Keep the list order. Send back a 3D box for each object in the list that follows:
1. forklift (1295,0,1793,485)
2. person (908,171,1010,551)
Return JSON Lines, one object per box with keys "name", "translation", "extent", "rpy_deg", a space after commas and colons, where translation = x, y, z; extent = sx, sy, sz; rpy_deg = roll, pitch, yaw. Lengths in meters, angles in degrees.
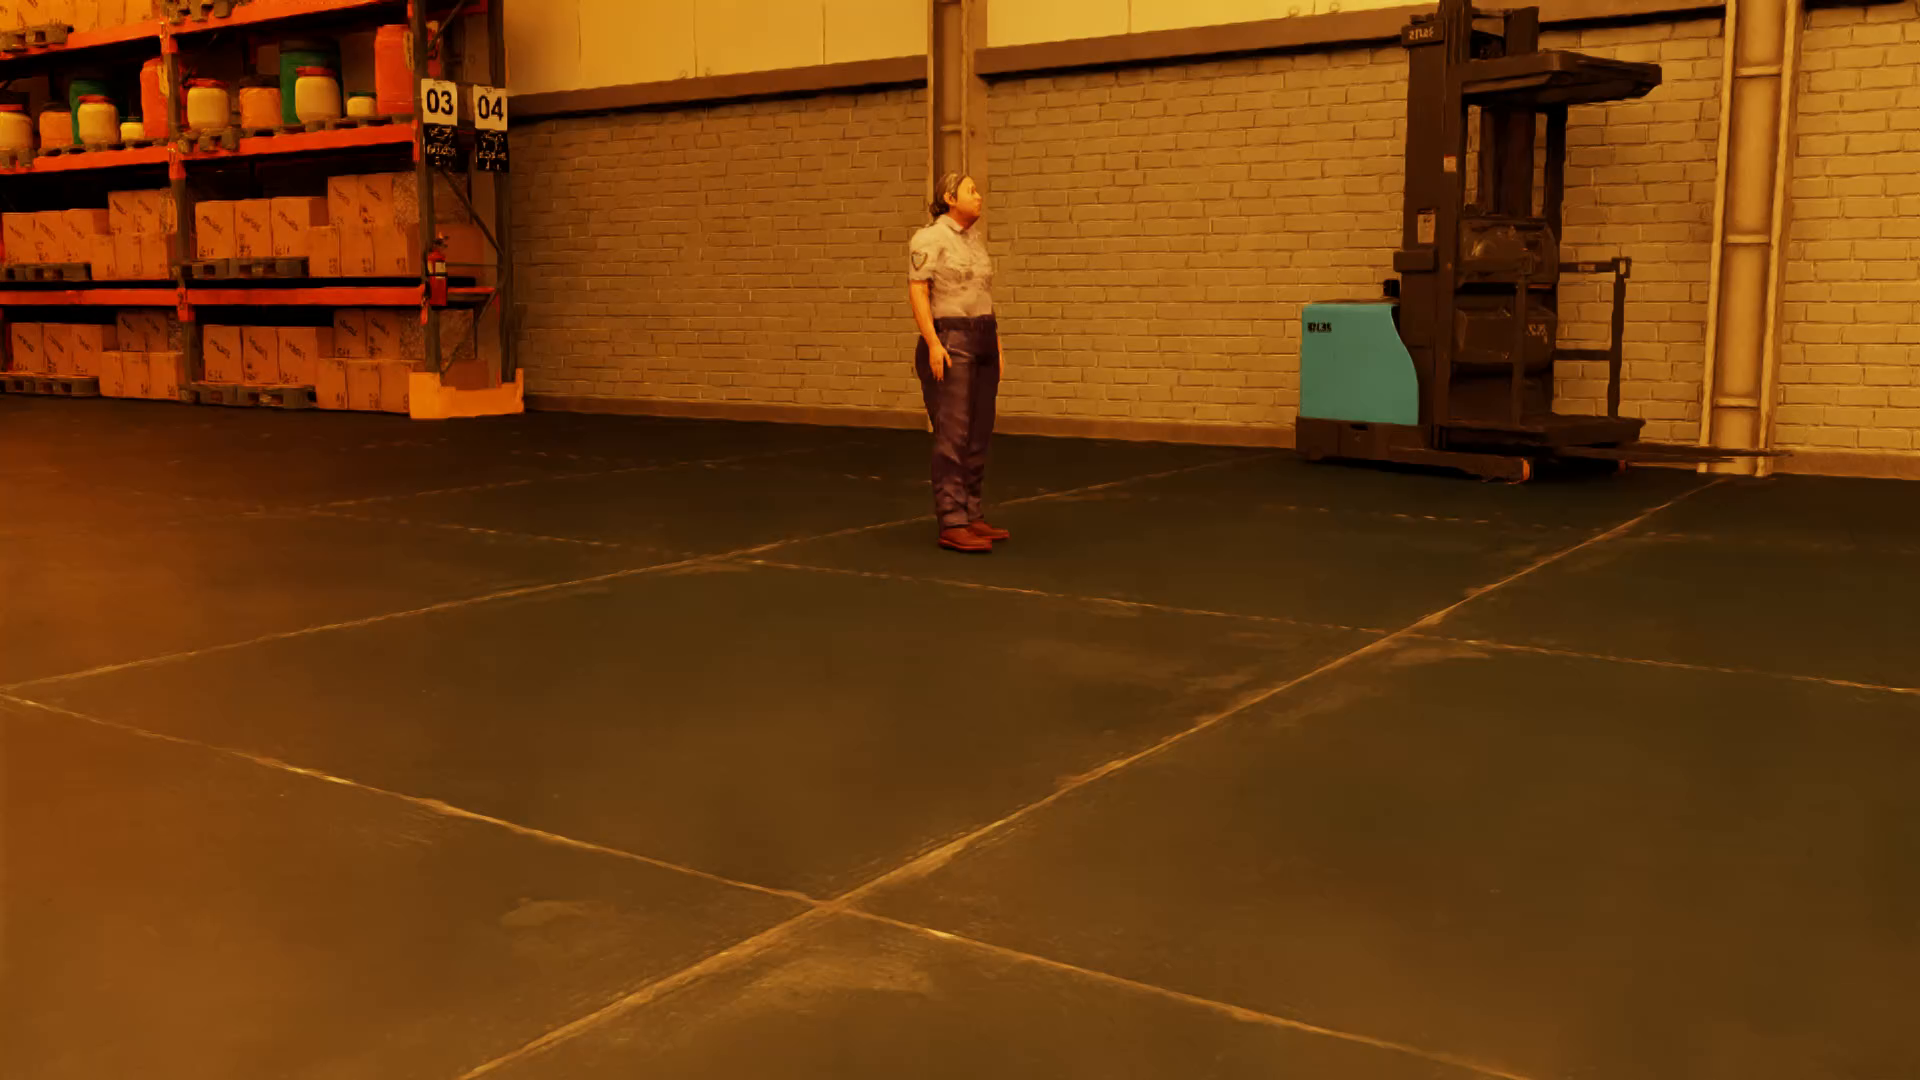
{"name": "forklift", "translation": [3.560, -1.858, 10.260], "extent": [1.130, 2.935, 3.031], "rpy_deg": [-6, 10, -36]}
{"name": "person", "translation": [0.062, -0.813, 7.418], "extent": [0.502, 1.650, 0.599], "rpy_deg": [5, 10, 34]}
